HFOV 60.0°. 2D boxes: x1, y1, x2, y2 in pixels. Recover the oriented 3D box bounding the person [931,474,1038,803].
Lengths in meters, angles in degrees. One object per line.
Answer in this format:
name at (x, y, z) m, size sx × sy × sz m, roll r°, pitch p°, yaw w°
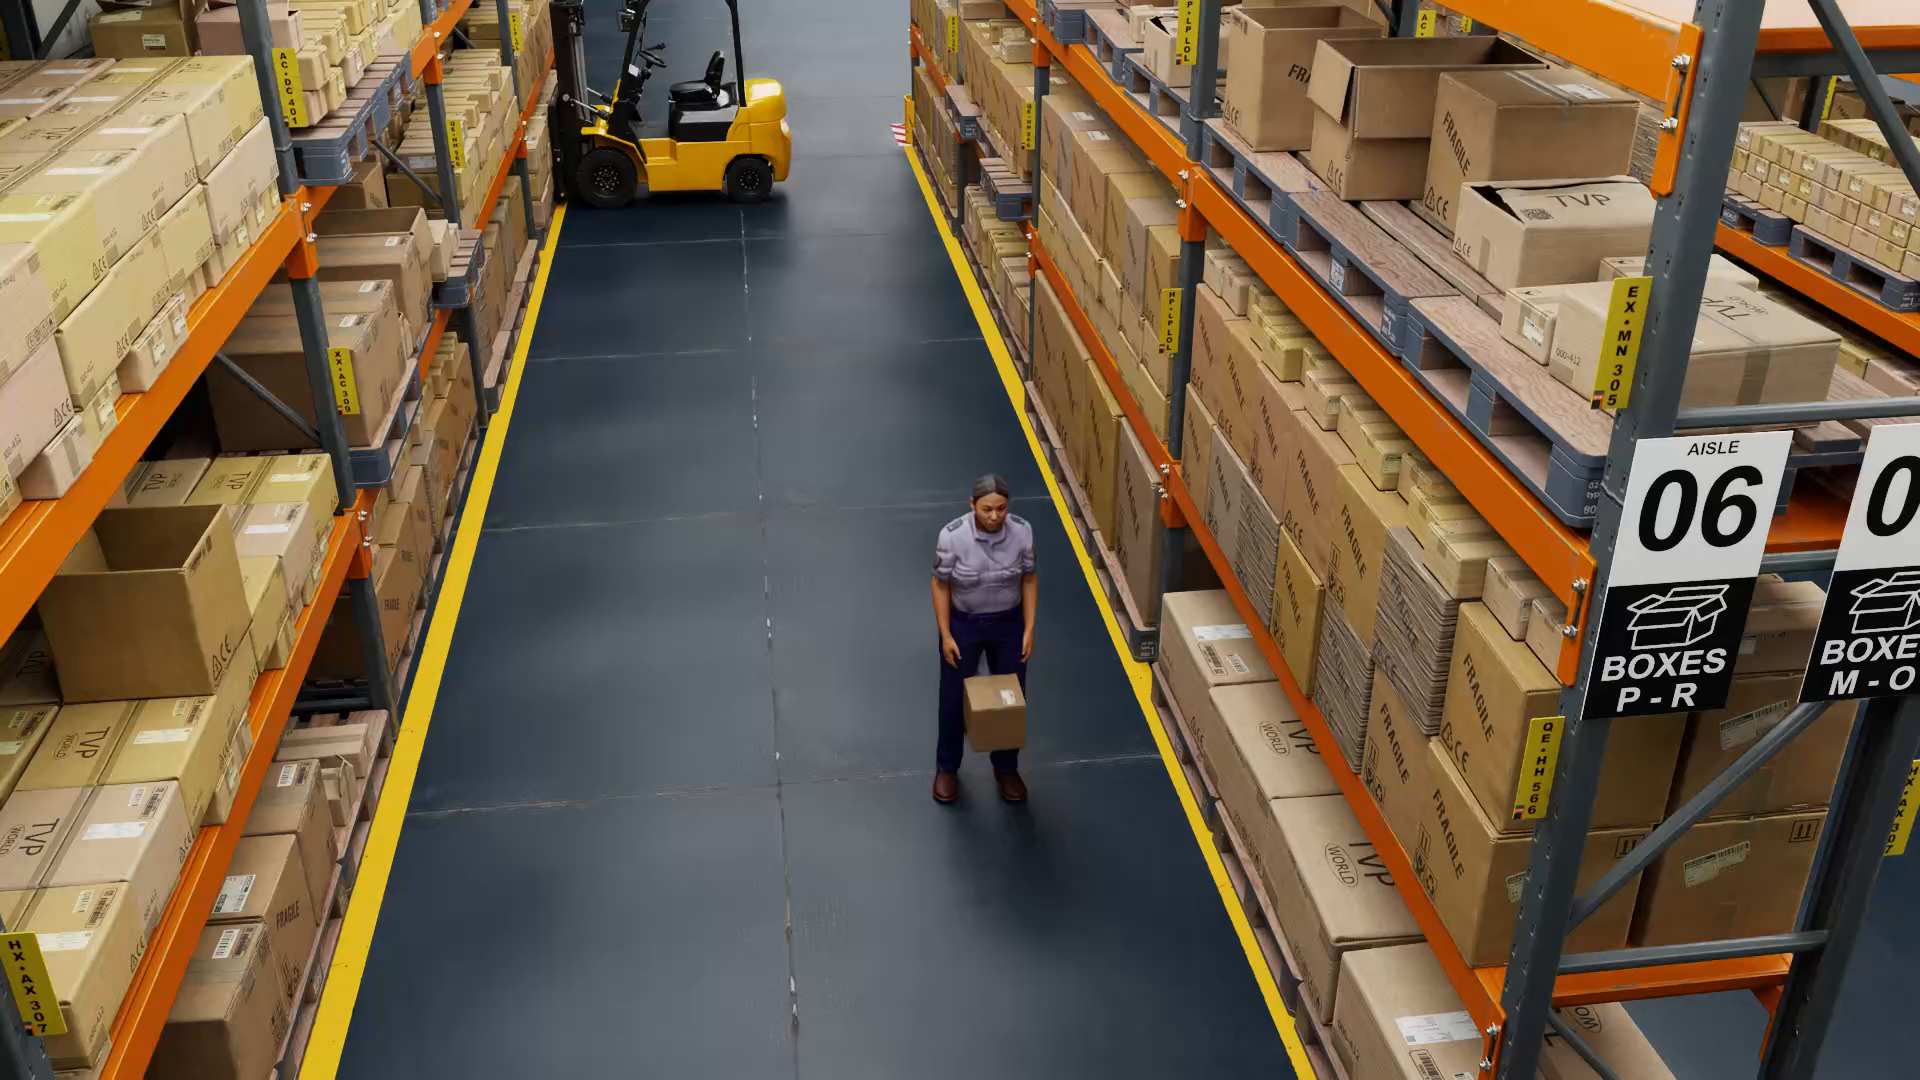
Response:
person at (0.114, 0.447, 7.757) m, size 0.524 × 1.655 × 0.421 m, roll -4°, pitch 28°, yaw -8°
